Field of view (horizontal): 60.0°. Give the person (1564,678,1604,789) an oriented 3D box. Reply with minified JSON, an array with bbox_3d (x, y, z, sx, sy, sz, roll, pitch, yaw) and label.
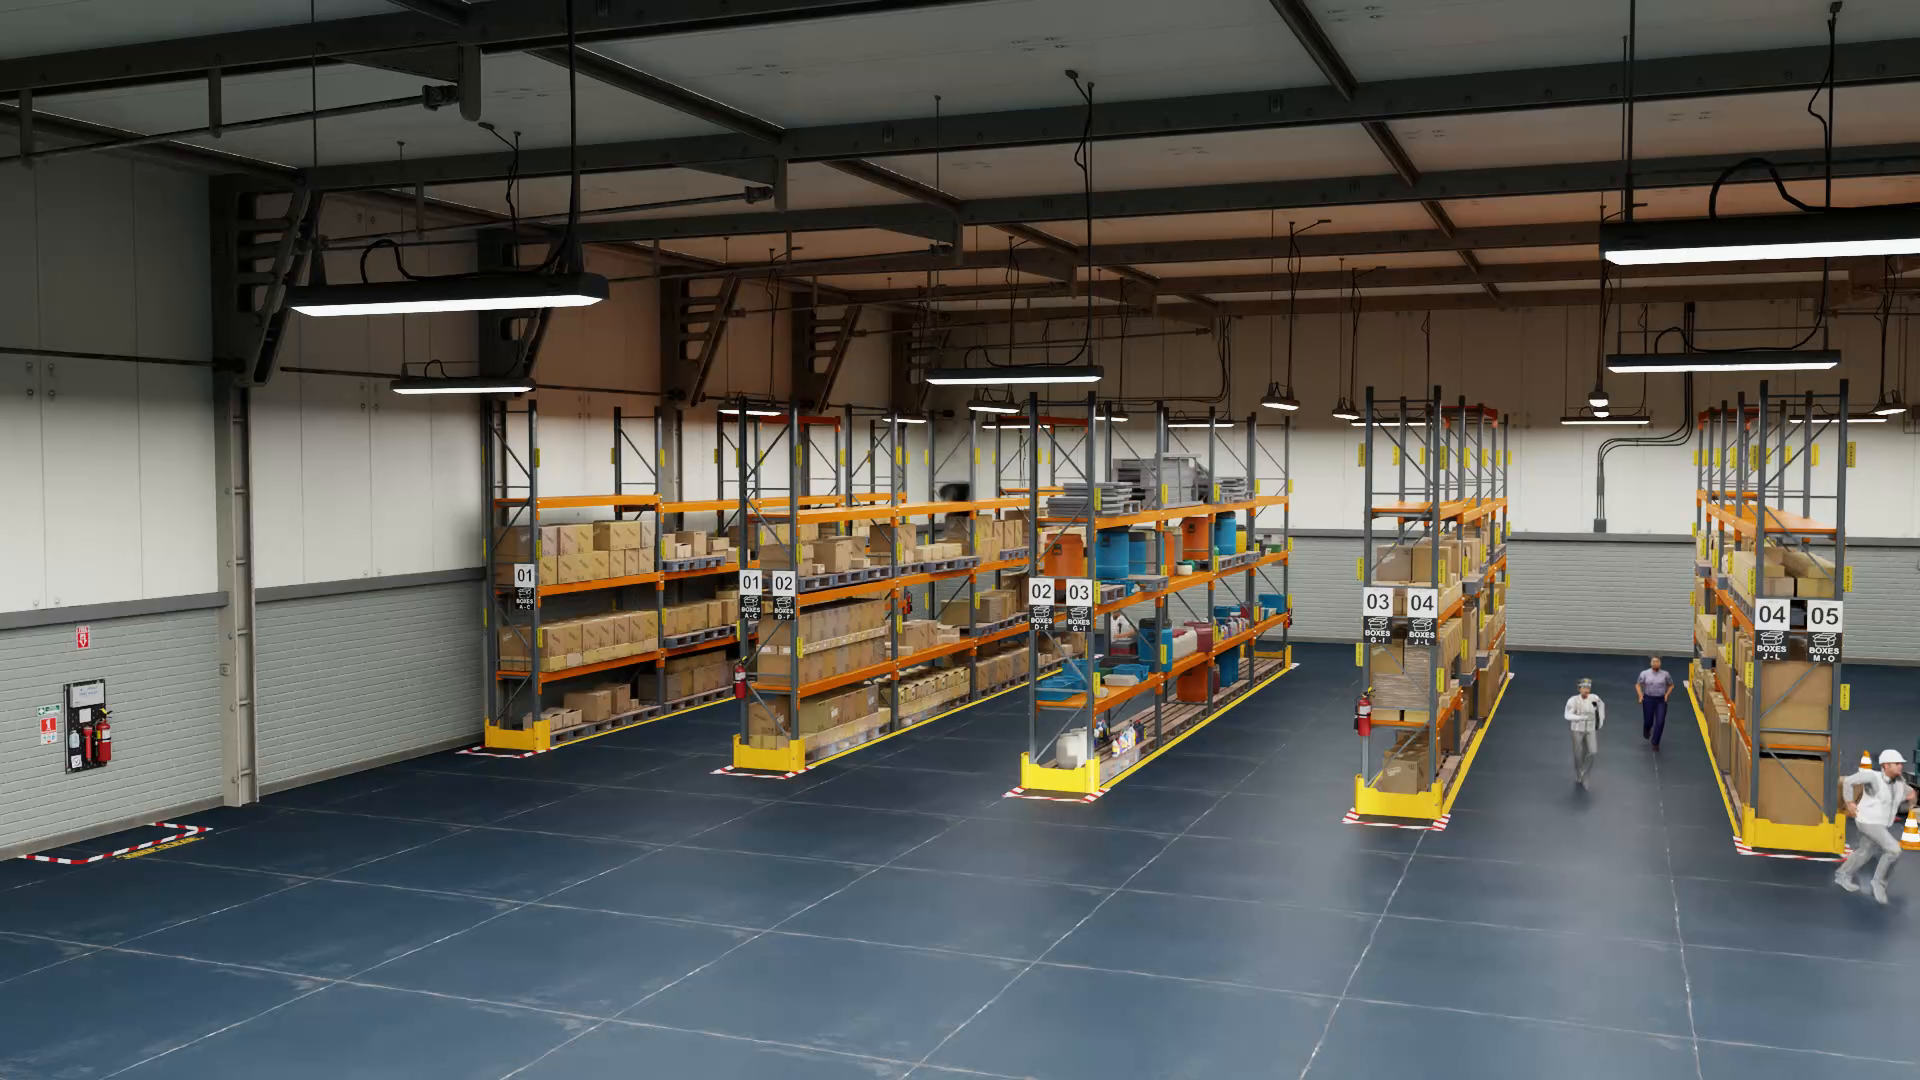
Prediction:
[{"bbox_3d":[9.460,2.896,25.202,0.624,1.643,0.790,0,3,7],"label":"person"}]

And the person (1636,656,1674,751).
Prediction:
[{"bbox_3d":[11.986,2.801,28.677,0.614,1.609,0.575,1,3,18],"label":"person"}]

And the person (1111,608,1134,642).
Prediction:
[{"bbox_3d":[3.274,2.201,33.921,0.662,1.820,0.988,1,3,26],"label":"person"}]

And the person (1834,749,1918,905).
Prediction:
[{"bbox_3d":[10.324,3.203,18.785,0.647,1.741,0.922,-2,3,-29],"label":"person"}]
